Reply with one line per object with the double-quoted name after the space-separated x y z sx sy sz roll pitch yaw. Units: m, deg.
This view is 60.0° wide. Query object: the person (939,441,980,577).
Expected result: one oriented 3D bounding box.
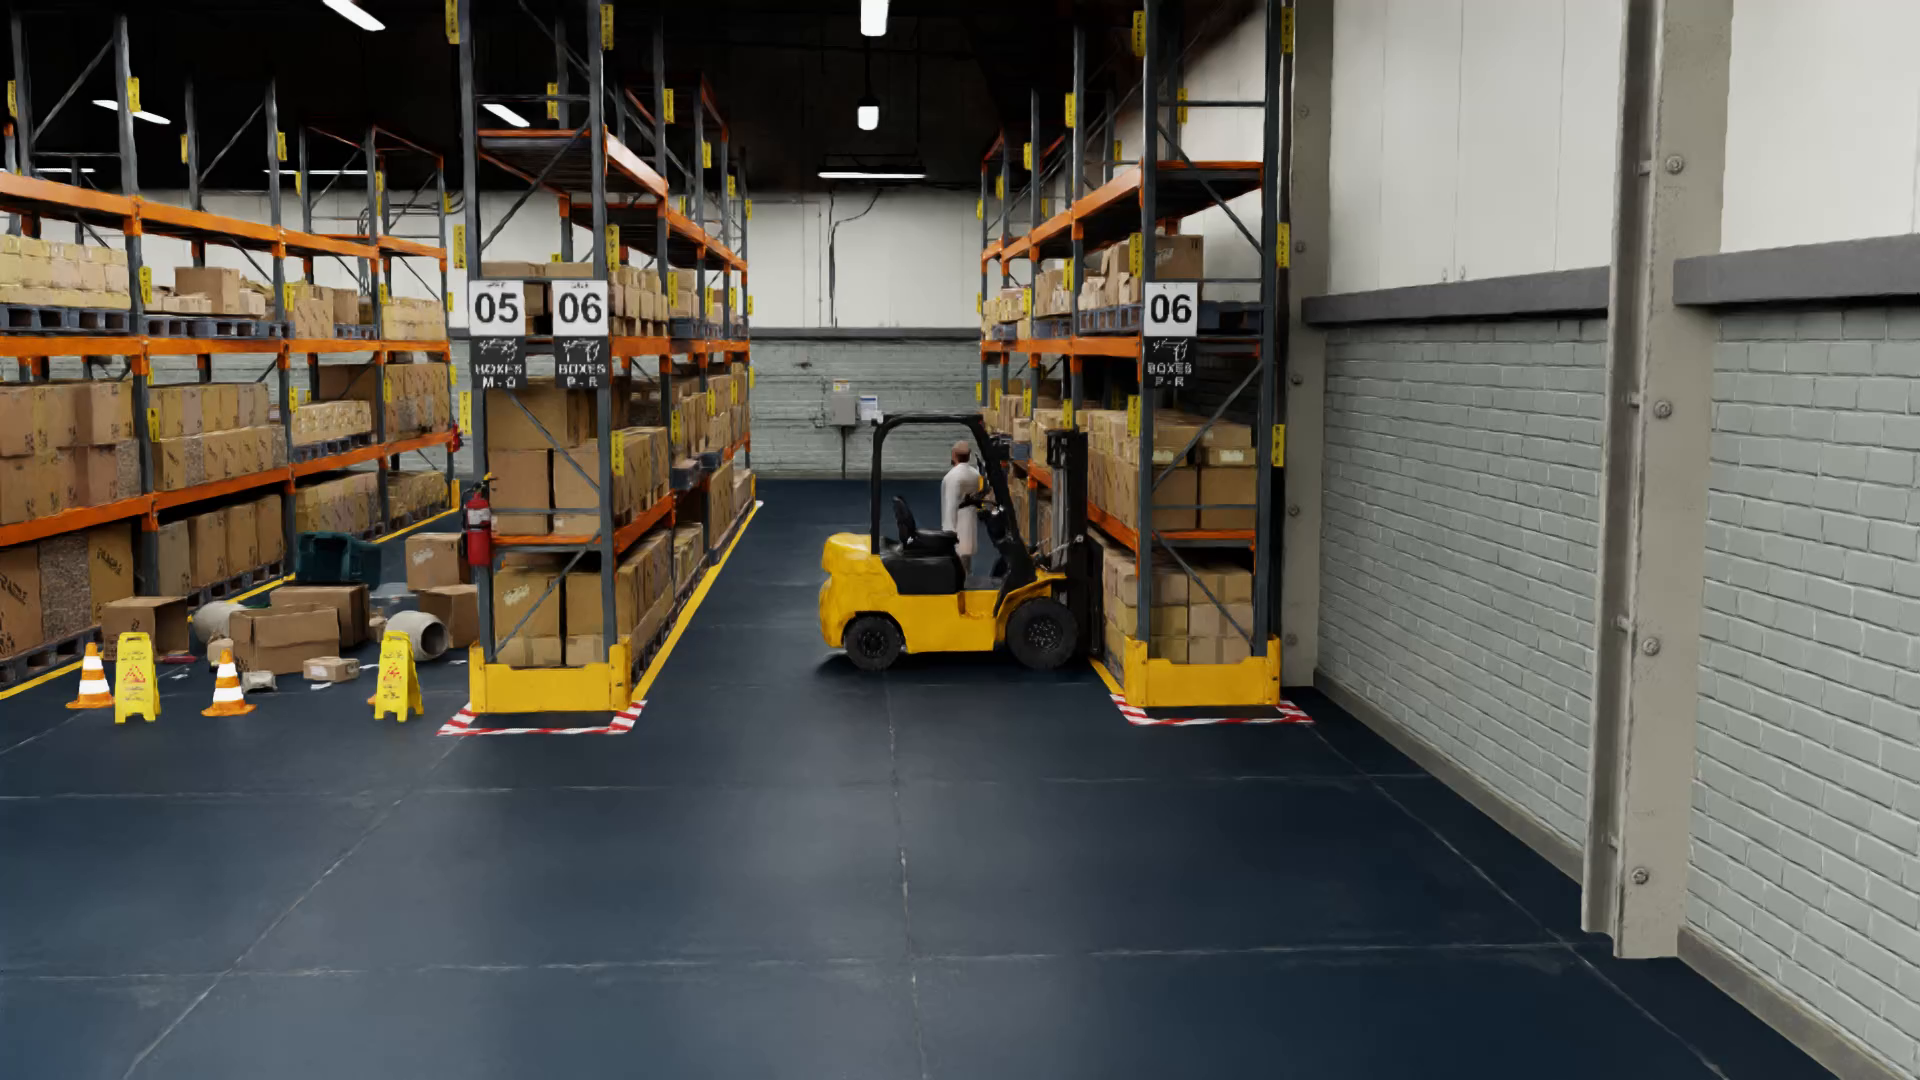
-0.018 -0.078 16.280 0.375 1.781 0.646 3 7 24 "person"
